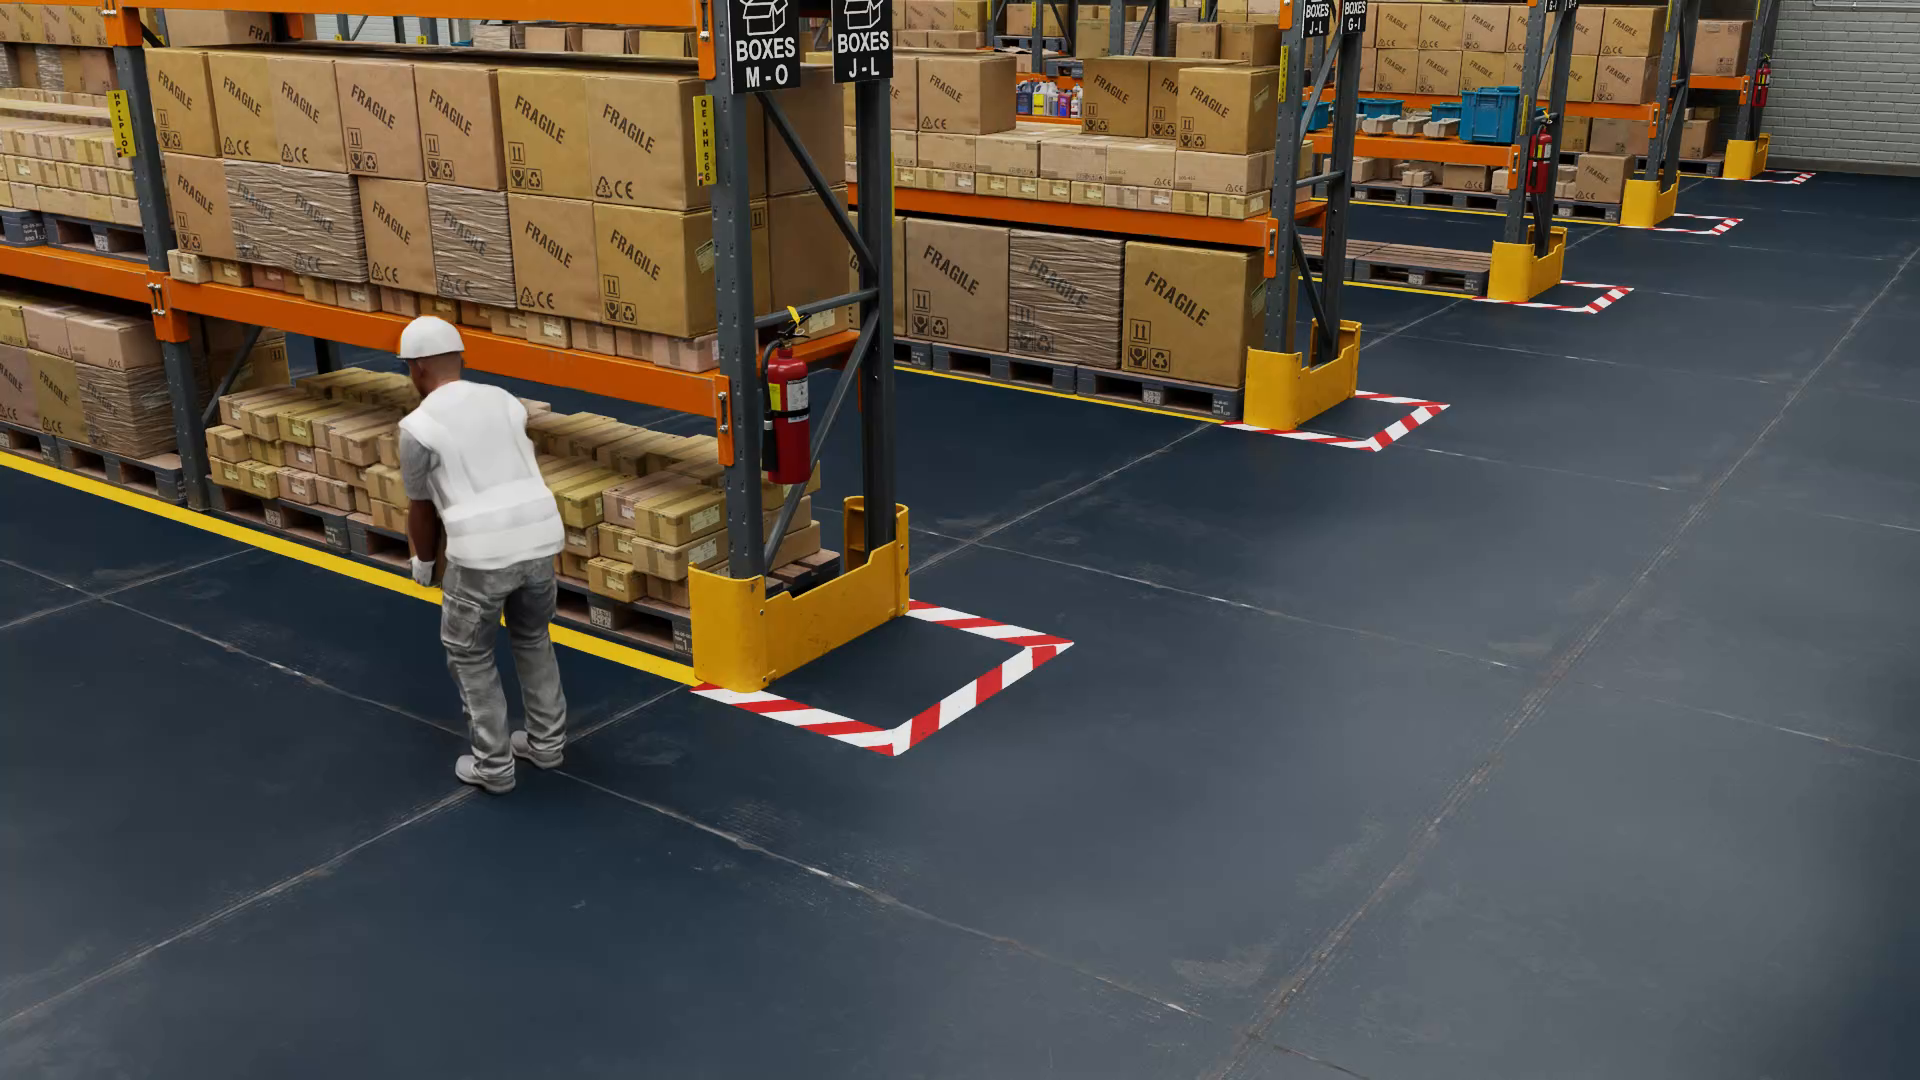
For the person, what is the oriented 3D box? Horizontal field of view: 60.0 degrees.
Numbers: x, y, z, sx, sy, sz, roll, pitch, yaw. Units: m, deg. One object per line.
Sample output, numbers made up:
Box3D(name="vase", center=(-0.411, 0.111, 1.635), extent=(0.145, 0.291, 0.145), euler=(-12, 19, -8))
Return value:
Box3D(name="person", center=(-1.668, 0.043, 5.937), extent=(0.450, 1.771, 0.619), euler=(17, 25, 39))
